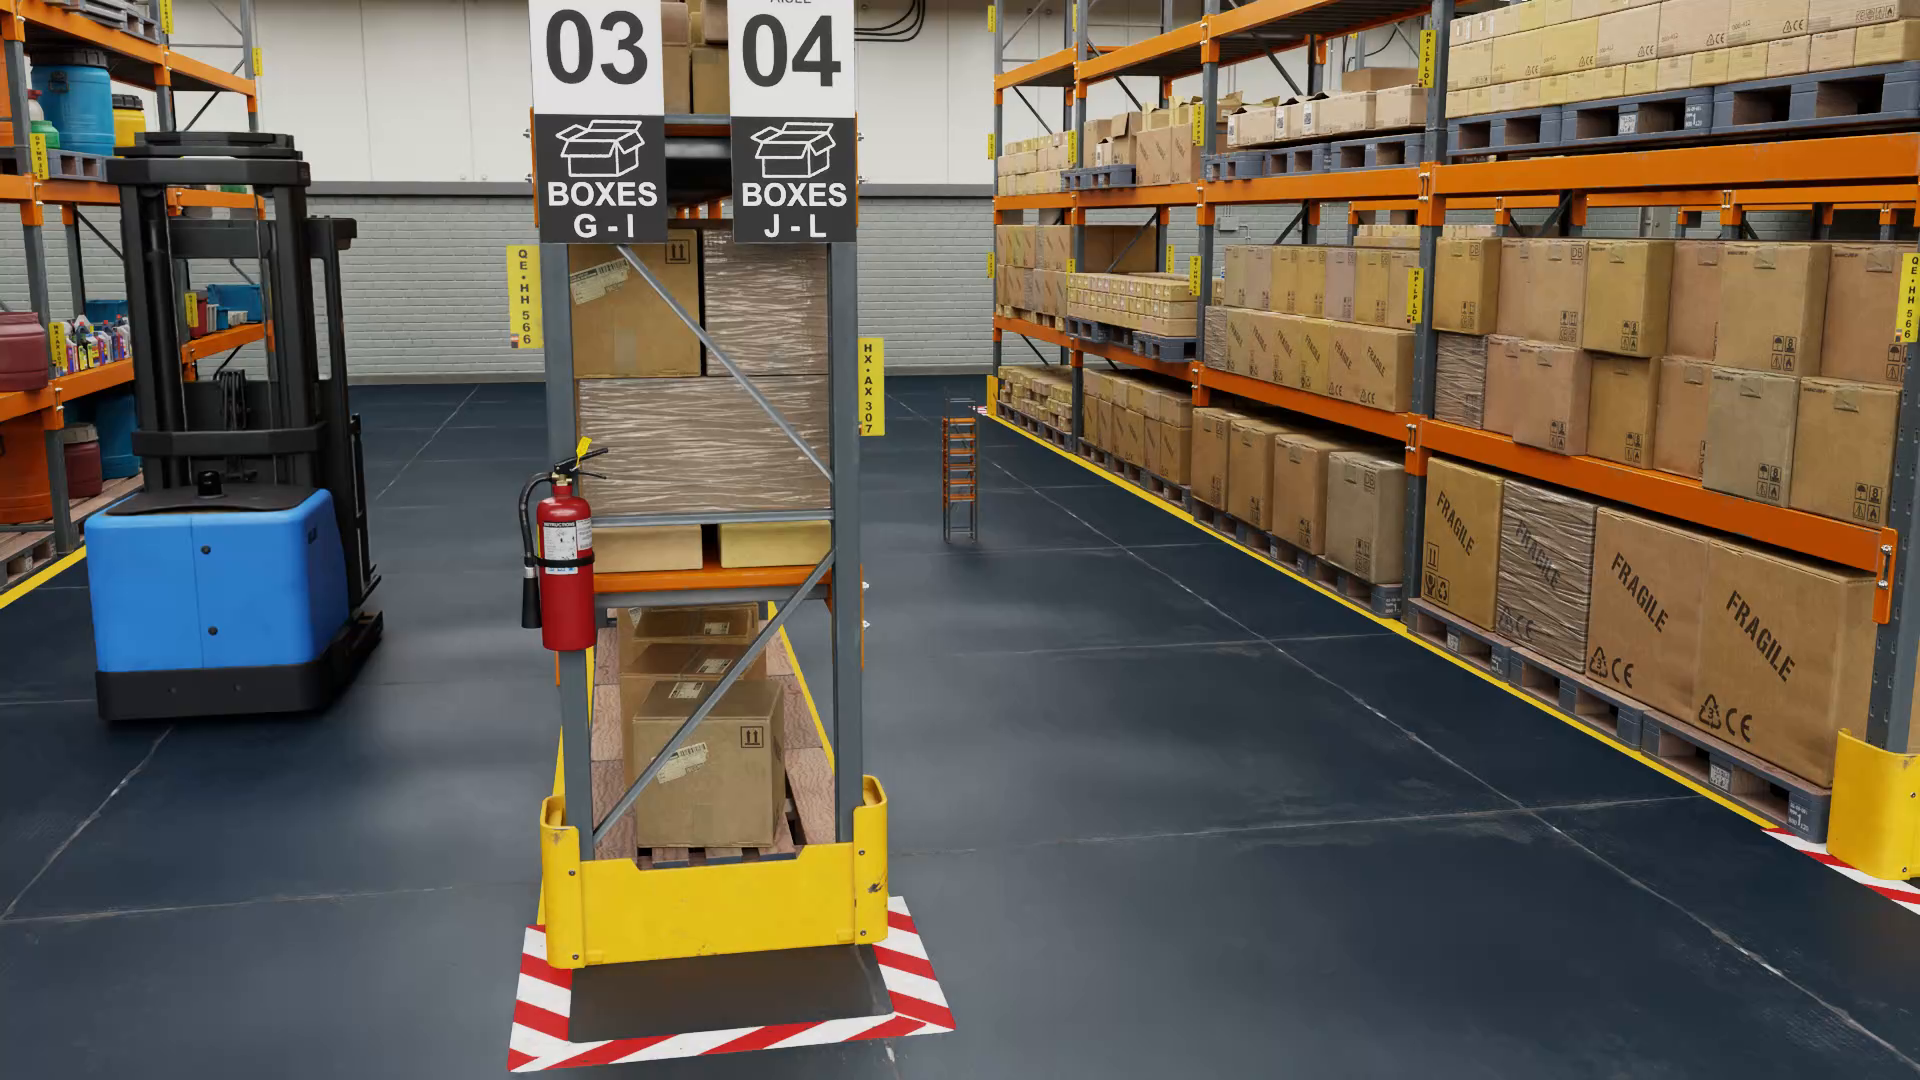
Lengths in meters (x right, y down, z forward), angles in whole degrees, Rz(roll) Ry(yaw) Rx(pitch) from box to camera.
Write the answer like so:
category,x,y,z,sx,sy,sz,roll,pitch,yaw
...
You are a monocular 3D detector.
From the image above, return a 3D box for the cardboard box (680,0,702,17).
category,x,y,z,sx,sy,sz,roll,pitch,yaw
cardboard box,-0.859,-2.262,6.634,0.500,0.500,0.500,-2,11,-11

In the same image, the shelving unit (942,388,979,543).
category,x,y,z,sx,sy,sz,roll,pitch,yaw
shelving unit,0.003,-0.587,13.070,0.258,1.200,0.189,-2,11,-11

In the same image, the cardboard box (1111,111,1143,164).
category,x,y,z,sx,sy,sz,roll,pitch,yaw
cardboard box,1.887,-3.870,16.086,0.797,0.503,0.637,-2,11,-12

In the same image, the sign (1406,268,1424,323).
category,x,y,z,sx,sy,sz,roll,pitch,yaw
sign,2.741,-1.469,10.007,0.100,0.325,0.005,-2,11,-11

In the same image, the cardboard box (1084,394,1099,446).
category,x,y,z,sx,sy,sz,roll,pitch,yaw
cardboard box,1.599,-1.261,17.361,0.500,0.500,0.500,-2,11,-9

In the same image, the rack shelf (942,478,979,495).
category,x,y,z,sx,sy,sz,roll,pitch,yaw
rack shelf,0.003,-0.425,13.101,0.258,0.103,0.180,-2,11,-11

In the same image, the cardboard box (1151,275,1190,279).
category,x,y,z,sx,sy,sz,roll,pitch,yaw
cardboard box,2.138,-2.592,16.747,0.380,0.149,0.250,-2,11,-11

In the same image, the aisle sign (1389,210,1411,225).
category,x,y,z,sx,sy,sz,roll,pitch,yaw
aisle sign,6.064,-4.661,22.712,0.394,0.787,0.004,-2,11,-11

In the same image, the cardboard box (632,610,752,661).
category,x,y,z,sx,sy,sz,roll,pitch,yaw
cardboard box,-1.193,0.618,7.492,0.500,0.500,0.500,-1,11,-6

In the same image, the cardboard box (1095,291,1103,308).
category,x,y,z,sx,sy,sz,roll,pitch,yaw
cardboard box,1.550,-2.376,16.410,0.380,0.149,0.250,-2,11,-9

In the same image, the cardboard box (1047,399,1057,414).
category,x,y,z,sx,sy,sz,roll,pitch,yaw
cardboard box,1.208,-1.524,18.885,0.380,0.149,0.250,-3,11,-13

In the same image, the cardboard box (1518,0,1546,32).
category,x,y,z,sx,sy,sz,roll,pitch,yaw
cardboard box,3.158,-2.739,8.690,0.380,0.149,0.250,-2,11,-12

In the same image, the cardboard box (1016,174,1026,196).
category,x,y,z,sx,sy,sz,roll,pitch,yaw
cardboard box,0.985,-4.279,20.034,0.500,0.250,0.500,-2,11,-13

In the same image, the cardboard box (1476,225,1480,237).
category,x,y,z,sx,sy,sz,roll,pitch,yaw
cardboard box,6.235,-3.582,19.320,0.380,0.149,0.250,-2,11,-10

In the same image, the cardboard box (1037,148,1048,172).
category,x,y,z,sx,sy,sz,roll,pitch,yaw
cardboard box,1.181,-4.340,19.017,0.500,0.250,0.500,-2,11,-9

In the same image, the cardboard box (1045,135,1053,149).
category,x,y,z,sx,sy,sz,roll,pitch,yaw
cardboard box,1.176,-4.507,18.831,0.380,0.149,0.250,-3,11,-13

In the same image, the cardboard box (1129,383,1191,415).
category,x,y,z,sx,sy,sz,roll,pitch,yaw
cardboard box,1.911,-1.343,15.786,0.500,0.250,0.500,-2,11,-10

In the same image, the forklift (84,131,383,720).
category,x,y,z,sx,sy,sz,roll,pitch,yaw
forklift,-4.001,-0.777,9.442,1.130,2.935,3.031,-2,11,-10

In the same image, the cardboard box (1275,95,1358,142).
category,x,y,z,sx,sy,sz,roll,pitch,yaw
cardboard box,2.616,-3.052,12.037,0.500,0.311,0.500,-2,11,-12

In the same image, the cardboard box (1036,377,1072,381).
category,x,y,z,sx,sy,sz,roll,pitch,yaw
cardboard box,1.124,-1.868,19.897,0.380,0.149,0.250,-2,11,-11

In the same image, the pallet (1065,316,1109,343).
category,x,y,z,sx,sy,sz,roll,pitch,yaw
pallet,1.722,-2.188,17.183,1.003,0.211,1.213,-2,11,-11

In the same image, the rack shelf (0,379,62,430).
category,x,y,z,sx,sy,sz,roll,pitch,yaw
rack shelf,-6.861,-0.632,10.418,1.077,0.370,4.000,-2,11,-11

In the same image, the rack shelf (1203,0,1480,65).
category,x,y,z,sx,sy,sz,roll,pitch,yaw
rack shelf,2.883,-3.725,11.691,1.077,0.370,4.000,-2,11,-11

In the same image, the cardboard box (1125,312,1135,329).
category,x,y,z,sx,sy,sz,roll,pitch,yaw
cardboard box,1.751,-2.039,15.434,0.380,0.149,0.250,-3,11,-14

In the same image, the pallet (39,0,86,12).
category,x,y,z,sx,sy,sz,roll,pitch,yaw
pallet,-7.360,-4.143,12.473,1.213,0.211,1.003,-2,11,-11

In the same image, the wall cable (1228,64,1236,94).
category,x,y,z,sx,sy,sz,roll,pitch,yaw
wall cable,4.391,-7.340,27.693,0.463,3.000,0.029,-2,11,-11

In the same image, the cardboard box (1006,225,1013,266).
category,x,y,z,sx,sy,sz,roll,pitch,yaw
cardboard box,0.869,-3.663,20.685,0.500,0.500,0.500,-2,11,-9

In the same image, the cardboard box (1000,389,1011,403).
category,x,y,z,sx,sy,sz,roll,pitch,yaw
cardboard box,0.725,-1.859,21.445,0.380,0.149,0.250,-2,11,-10

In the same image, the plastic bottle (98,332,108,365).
category,x,y,z,sx,sy,sz,roll,pitch,yaw
plastic bottle,-7.237,-1.614,13.999,0.097,0.271,0.097,0,11,0

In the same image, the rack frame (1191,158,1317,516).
category,x,y,z,sx,sy,sz,roll,pitch,yaw
rack frame,2.494,-1.694,14.075,1.000,3.000,0.127,-2,11,-11

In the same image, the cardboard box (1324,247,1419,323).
category,x,y,z,sx,sy,sz,roll,pitch,yaw
cardboard box,2.969,-1.779,11.577,0.700,0.500,0.500,-2,11,-11

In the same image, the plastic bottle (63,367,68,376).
category,x,y,z,sx,sy,sz,roll,pitch,yaw
plastic bottle,-7.031,-1.386,12.986,0.097,0.201,0.097,0,11,0

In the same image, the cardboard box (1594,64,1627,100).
category,x,y,z,sx,sy,sz,roll,pitch,yaw
cardboard box,3.305,-2.208,8.033,0.380,0.149,0.250,-2,11,-10

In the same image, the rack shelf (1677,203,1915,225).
category,x,y,z,sx,sy,sz,roll,pitch,yaw
rack shelf,11.031,-4.294,21.638,1.077,0.370,4.000,-2,11,-11

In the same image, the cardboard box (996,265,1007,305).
category,x,y,z,sx,sy,sz,roll,pitch,yaw
cardboard box,0.754,-3.264,21.261,0.500,0.500,0.500,-2,11,-8

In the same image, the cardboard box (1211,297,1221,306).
category,x,y,z,sx,sy,sz,roll,pitch,yaw
cardboard box,2.487,-2.118,15.053,0.380,0.149,0.250,-2,11,-13

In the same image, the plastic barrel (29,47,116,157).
category,x,y,z,sx,sy,sz,roll,pitch,yaw
plastic barrel,-7.546,-3.704,14.151,0.600,0.901,0.708,-2,11,-11

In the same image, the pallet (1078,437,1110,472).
category,x,y,z,sx,sy,sz,roll,pitch,yaw
pallet,1.868,-0.915,17.440,1.003,0.211,1.213,-2,11,-11

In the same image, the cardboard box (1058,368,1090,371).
category,x,y,z,sx,sy,sz,roll,pitch,yaw
cardboard box,1.457,-2.081,21.015,0.380,0.149,0.250,-2,11,-12

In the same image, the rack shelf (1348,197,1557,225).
category,x,y,z,sx,sy,sz,roll,pitch,yaw
rack shelf,6.162,-4.113,20.687,1.077,0.370,4.000,-2,11,-11

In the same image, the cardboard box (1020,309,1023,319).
category,x,y,z,sx,sy,sz,roll,pitch,yaw
cardboard box,0.954,-2.828,20.702,0.380,0.149,0.250,-2,11,-8

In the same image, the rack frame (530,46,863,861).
category,x,y,z,sx,sy,sz,roll,pitch,yaw
rack frame,-0.835,-0.065,5.516,1.000,3.000,0.127,-2,11,-11

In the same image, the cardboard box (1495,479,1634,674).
category,x,y,z,sx,sy,sz,roll,pitch,yaw
cardboard box,3.504,0.160,8.893,0.875,0.875,0.875,-2,11,-11

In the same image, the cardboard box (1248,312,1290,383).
category,x,y,z,sx,sy,sz,roll,pitch,yaw
cardboard box,2.515,-1.465,12.606,0.500,0.500,0.500,-2,11,-11

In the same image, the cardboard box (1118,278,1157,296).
category,x,y,z,sx,sy,sz,roll,pitch,yaw
cardboard box,1.699,-2.380,15.635,0.380,0.149,0.250,-2,11,-8

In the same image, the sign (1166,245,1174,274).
category,x,y,z,sx,sy,sz,roll,pitch,yaw
sign,2.259,-3.017,17.931,0.100,0.325,0.005,-2,11,-11

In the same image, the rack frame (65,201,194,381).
category,x,y,z,sx,sy,sz,roll,pitch,yaw
rack frame,-8.028,-2.086,16.133,1.000,3.000,0.127,-2,11,-11

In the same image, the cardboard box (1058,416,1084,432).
category,x,y,z,sx,sy,sz,roll,pitch,yaw
cardboard box,1.305,-1.293,18.469,0.380,0.149,0.250,-2,11,-10

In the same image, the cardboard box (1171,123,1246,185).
category,x,y,z,sx,sy,sz,roll,pitch,yaw
cardboard box,2.133,-3.312,14.287,0.500,0.500,0.500,-2,11,-11

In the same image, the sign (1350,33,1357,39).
category,x,y,z,sx,sy,sz,roll,pitch,yaw
sign,5.228,-6.825,22.064,0.100,0.325,0.005,-2,11,-11

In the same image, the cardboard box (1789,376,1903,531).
category,x,y,z,sx,sy,sz,roll,pitch,yaw
cardboard box,3.933,-0.367,6.701,0.875,0.550,0.550,-2,11,-11

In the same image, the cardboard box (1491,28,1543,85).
category,x,y,z,sx,sy,sz,roll,pitch,yaw
cardboard box,3.192,-2.570,8.867,0.500,0.250,0.500,-2,11,-11

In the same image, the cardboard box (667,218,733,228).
category,x,y,z,sx,sy,sz,roll,pitch,yaw
cardboard box,-1.631,-1.450,10.067,1.000,1.000,1.000,-2,11,-11

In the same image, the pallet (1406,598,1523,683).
category,x,y,z,sx,sy,sz,roll,pitch,yaw
pallet,3.343,0.552,9.734,1.003,0.211,1.213,-2,11,-11

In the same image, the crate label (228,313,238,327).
category,x,y,z,sx,sy,sz,roll,pitch,yaw
crate label,-8.349,-2.473,18.709,0.396,0.136,0.243,-2,11,-11
